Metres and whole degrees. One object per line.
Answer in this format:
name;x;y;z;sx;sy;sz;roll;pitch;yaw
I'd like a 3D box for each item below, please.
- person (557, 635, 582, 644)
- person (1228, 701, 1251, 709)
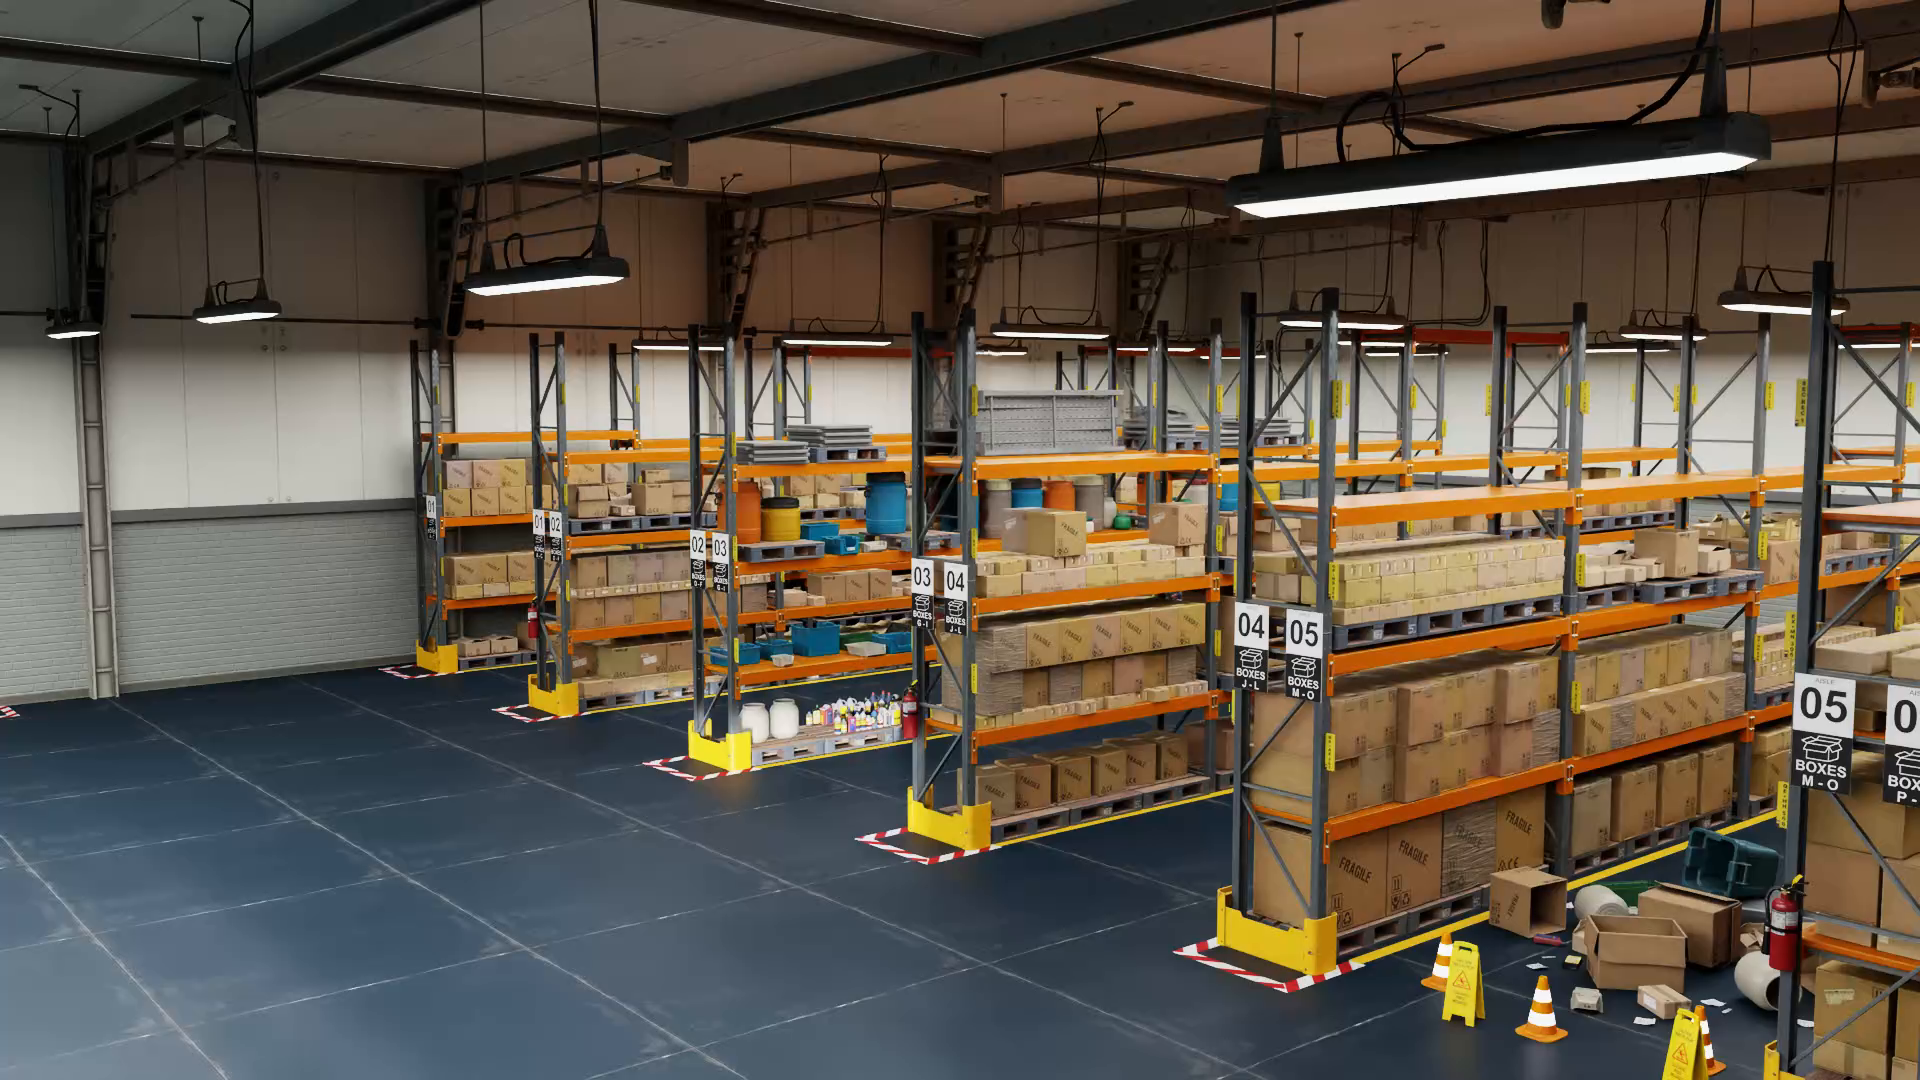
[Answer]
person;-6.732;1.661;28.906;0.550;1.729;0.780;2;6;23
person;4.271;1.917;25.744;0.561;1.641;0.855;5;7;41
